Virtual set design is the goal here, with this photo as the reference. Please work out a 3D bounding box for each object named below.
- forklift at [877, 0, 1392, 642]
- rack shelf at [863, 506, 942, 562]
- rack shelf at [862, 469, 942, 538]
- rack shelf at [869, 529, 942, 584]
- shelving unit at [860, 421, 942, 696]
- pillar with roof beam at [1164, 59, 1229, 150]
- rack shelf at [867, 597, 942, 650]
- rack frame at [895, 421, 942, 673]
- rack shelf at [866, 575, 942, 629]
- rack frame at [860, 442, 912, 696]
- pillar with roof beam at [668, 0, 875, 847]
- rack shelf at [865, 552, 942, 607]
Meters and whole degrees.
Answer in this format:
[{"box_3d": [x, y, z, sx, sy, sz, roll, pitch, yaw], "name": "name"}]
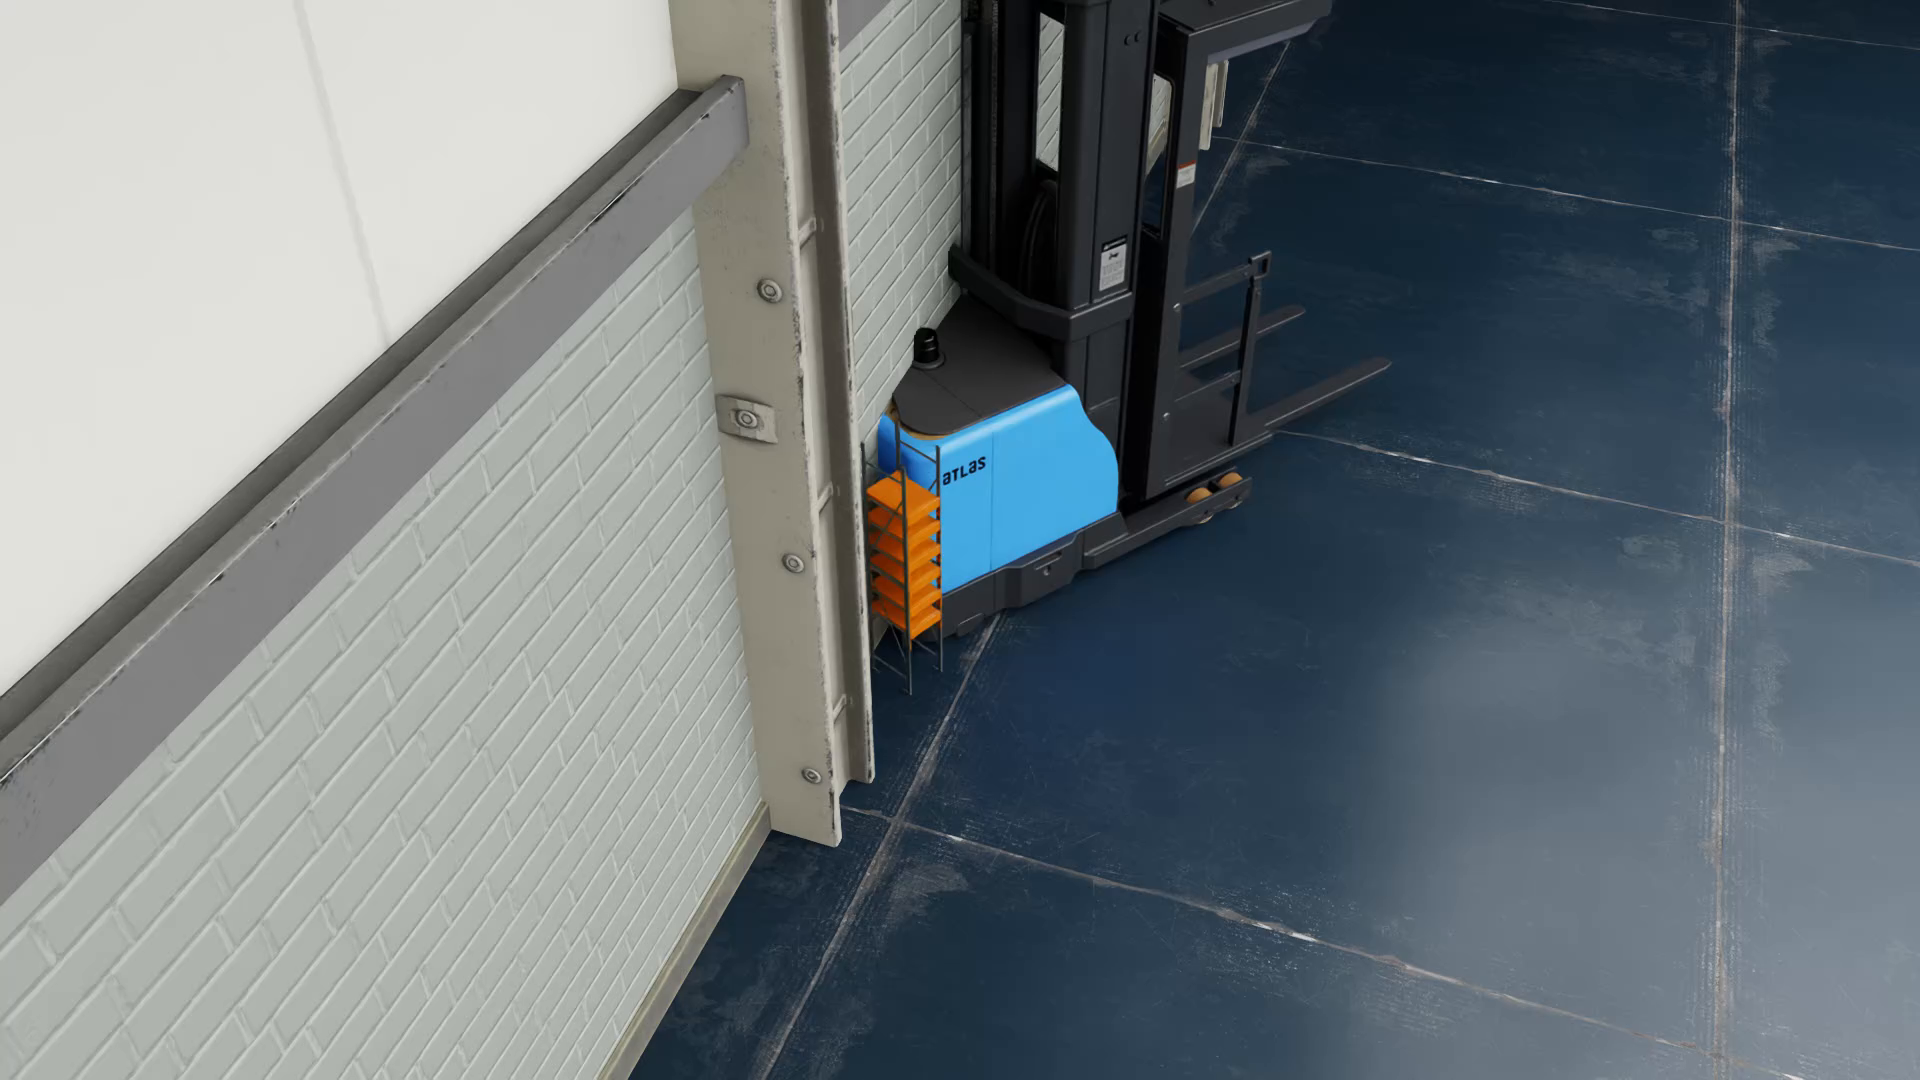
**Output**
[{"box_3d": [0.763, -1.447, 7.142, 3.031, 2.935, 1.130, -25, 46, -26], "name": "forklift"}, {"box_3d": [-0.226, -0.053, 6.539, 0.258, 0.103, 0.180, 32, 50, 32], "name": "rack shelf"}, {"box_3d": [-0.226, -0.144, 6.461, 0.258, 0.103, 0.180, 32, 50, 32], "name": "rack shelf"}, {"box_3d": [-0.226, 0.039, 6.617, 0.258, 0.103, 0.180, 32, 50, 32], "name": "rack shelf"}, {"box_3d": [-0.226, 0.096, 6.666, 0.258, 1.200, 0.189, 32, 50, 32], "name": "shelving unit"}, {"box_3d": [5.550, -5.111, 6.761, 9.100, 9.000, 0.400, 13, 42, 15], "name": "pillar with roof beam"}, {"box_3d": [-0.227, 0.312, 6.851, 0.258, 0.103, 0.180, 32, 50, 32], "name": "rack shelf"}, {"box_3d": [-0.163, 0.053, 6.716, 0.240, 1.200, 0.006, 32, 50, 32], "name": "rack frame"}, {"box_3d": [-0.227, 0.221, 6.773, 0.258, 0.103, 0.180, 32, 50, 32], "name": "rack shelf"}, {"box_3d": [-0.290, 0.139, 6.616, 0.240, 1.200, 0.006, 32, 50, 32], "name": "rack frame"}, {"box_3d": [3.498, -1.452, 2.472, 9.100, 9.000, 0.400, 13, 42, 15], "name": "pillar with roof beam"}, {"box_3d": [-0.227, 0.130, 6.695, 0.258, 0.103, 0.180, 32, 50, 32], "name": "rack shelf"}]
